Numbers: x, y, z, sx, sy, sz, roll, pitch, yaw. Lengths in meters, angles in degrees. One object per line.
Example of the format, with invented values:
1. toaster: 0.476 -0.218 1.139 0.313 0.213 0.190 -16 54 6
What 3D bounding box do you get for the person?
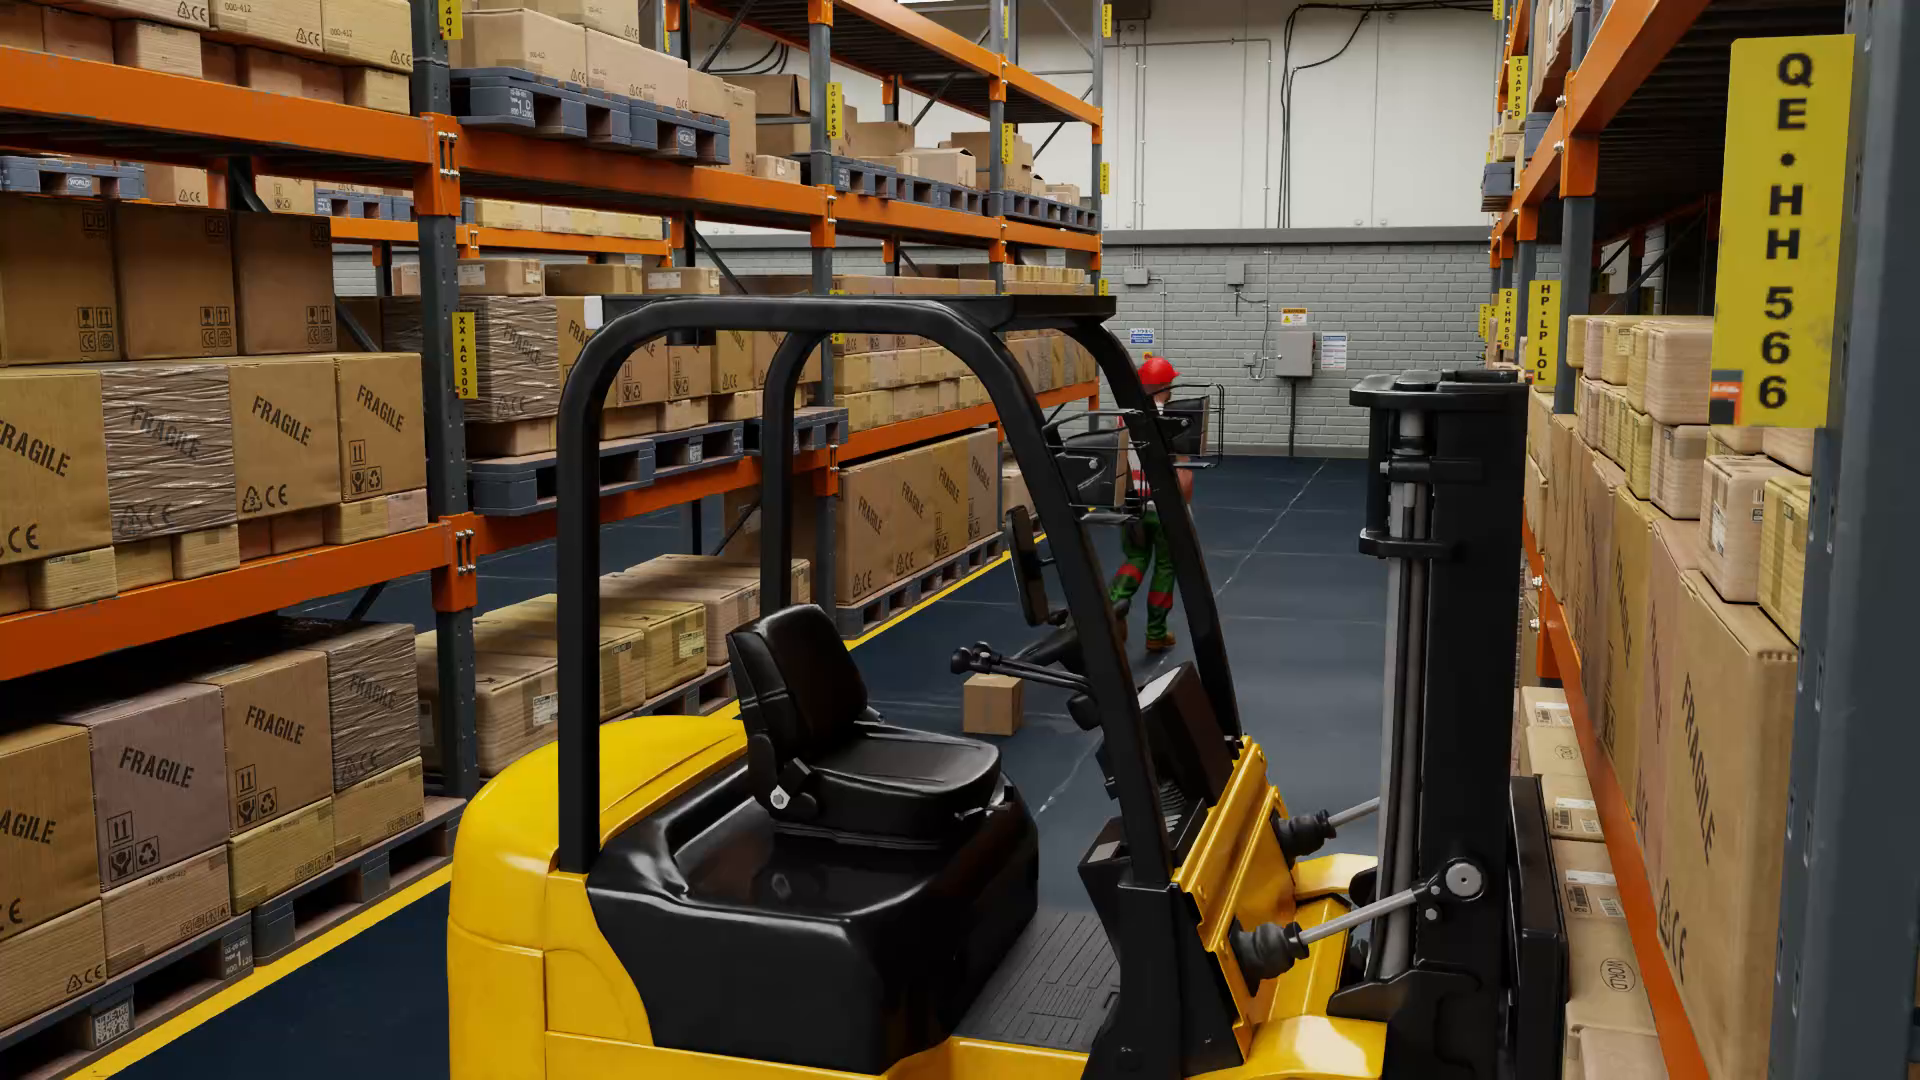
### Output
1. person: 1.138 -0.208 10.017 0.585 1.778 0.609 5 10 33
